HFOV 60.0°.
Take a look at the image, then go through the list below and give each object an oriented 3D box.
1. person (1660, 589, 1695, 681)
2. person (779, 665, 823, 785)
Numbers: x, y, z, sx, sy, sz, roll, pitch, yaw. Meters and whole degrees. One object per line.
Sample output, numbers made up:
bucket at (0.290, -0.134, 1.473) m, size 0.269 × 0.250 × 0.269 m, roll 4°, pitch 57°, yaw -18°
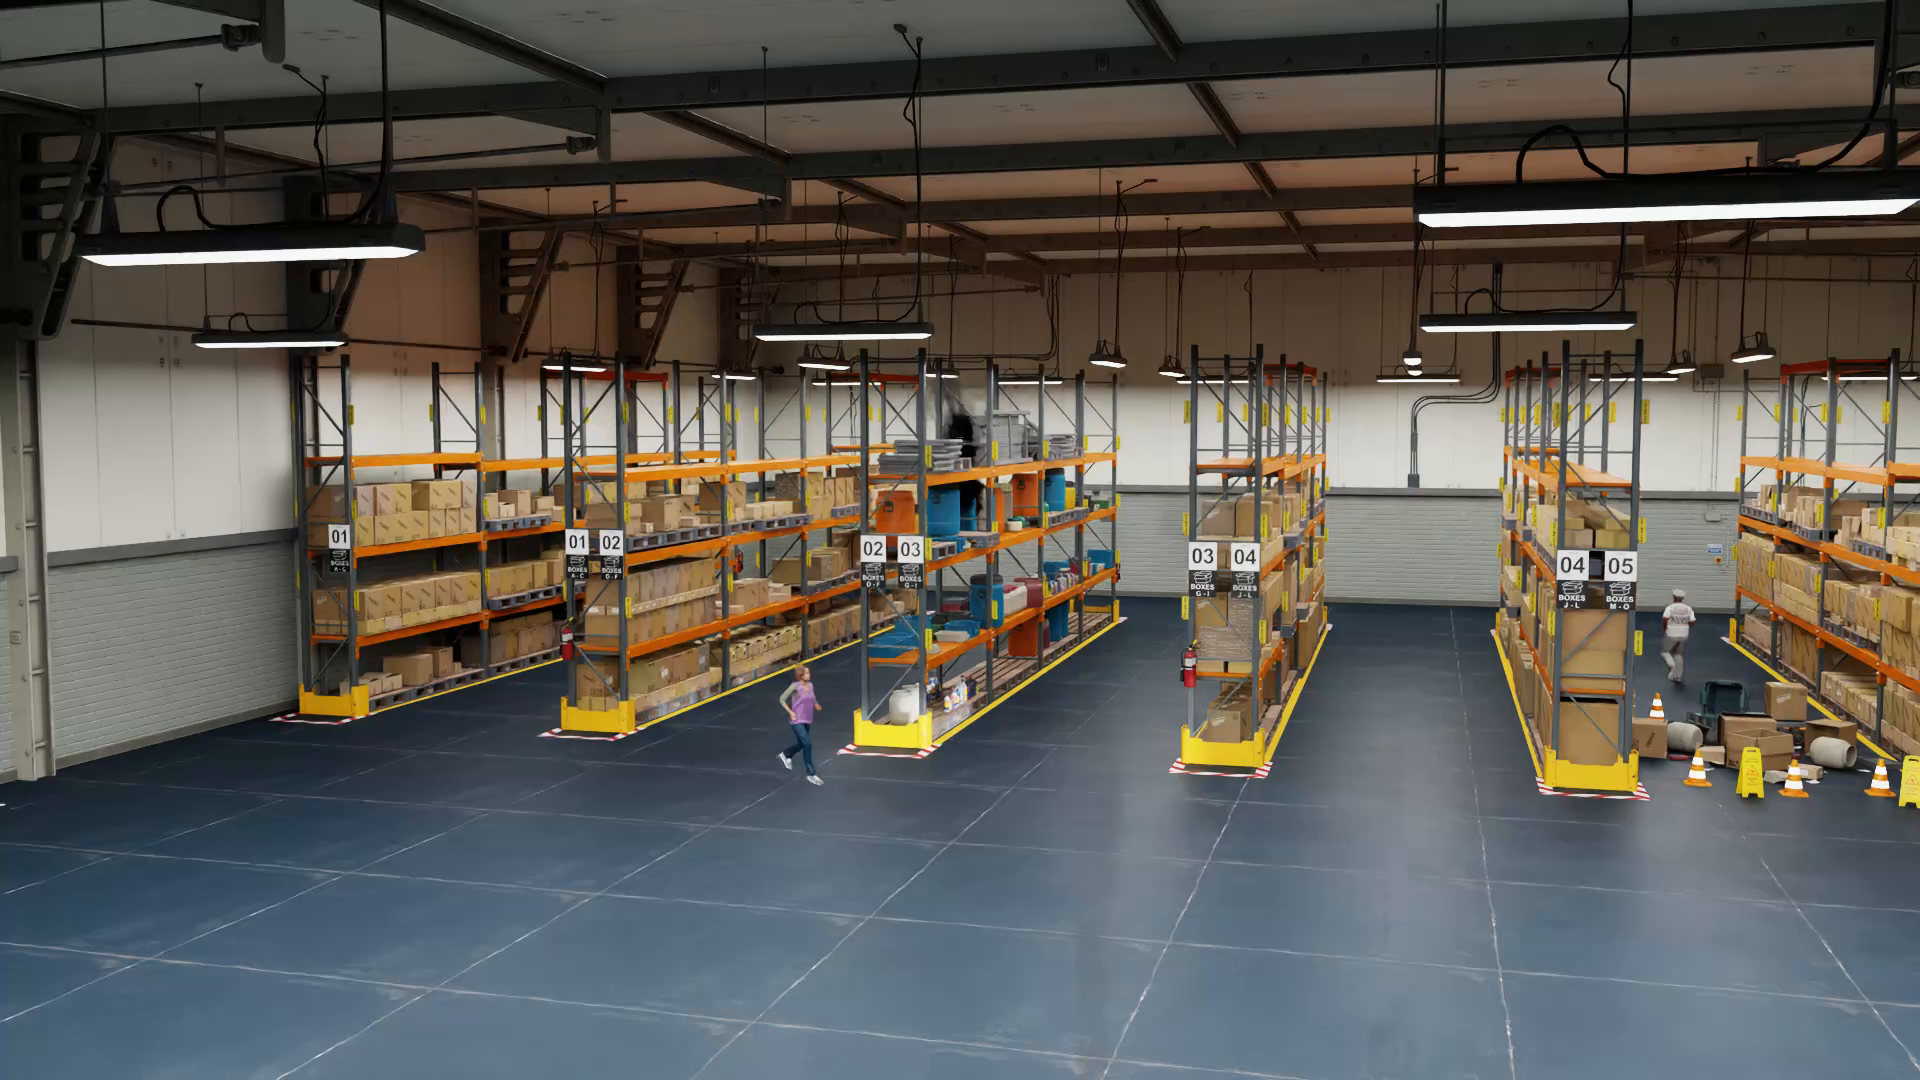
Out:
person at (13.462, 1.783, 31.319) m, size 0.654 × 1.729 × 0.609 m, roll 0°, pitch 4°, yaw 2°
person at (-2.211, 2.503, 22.747) m, size 0.873 × 1.599 × 0.544 m, roll 3°, pitch 5°, yaw 38°
